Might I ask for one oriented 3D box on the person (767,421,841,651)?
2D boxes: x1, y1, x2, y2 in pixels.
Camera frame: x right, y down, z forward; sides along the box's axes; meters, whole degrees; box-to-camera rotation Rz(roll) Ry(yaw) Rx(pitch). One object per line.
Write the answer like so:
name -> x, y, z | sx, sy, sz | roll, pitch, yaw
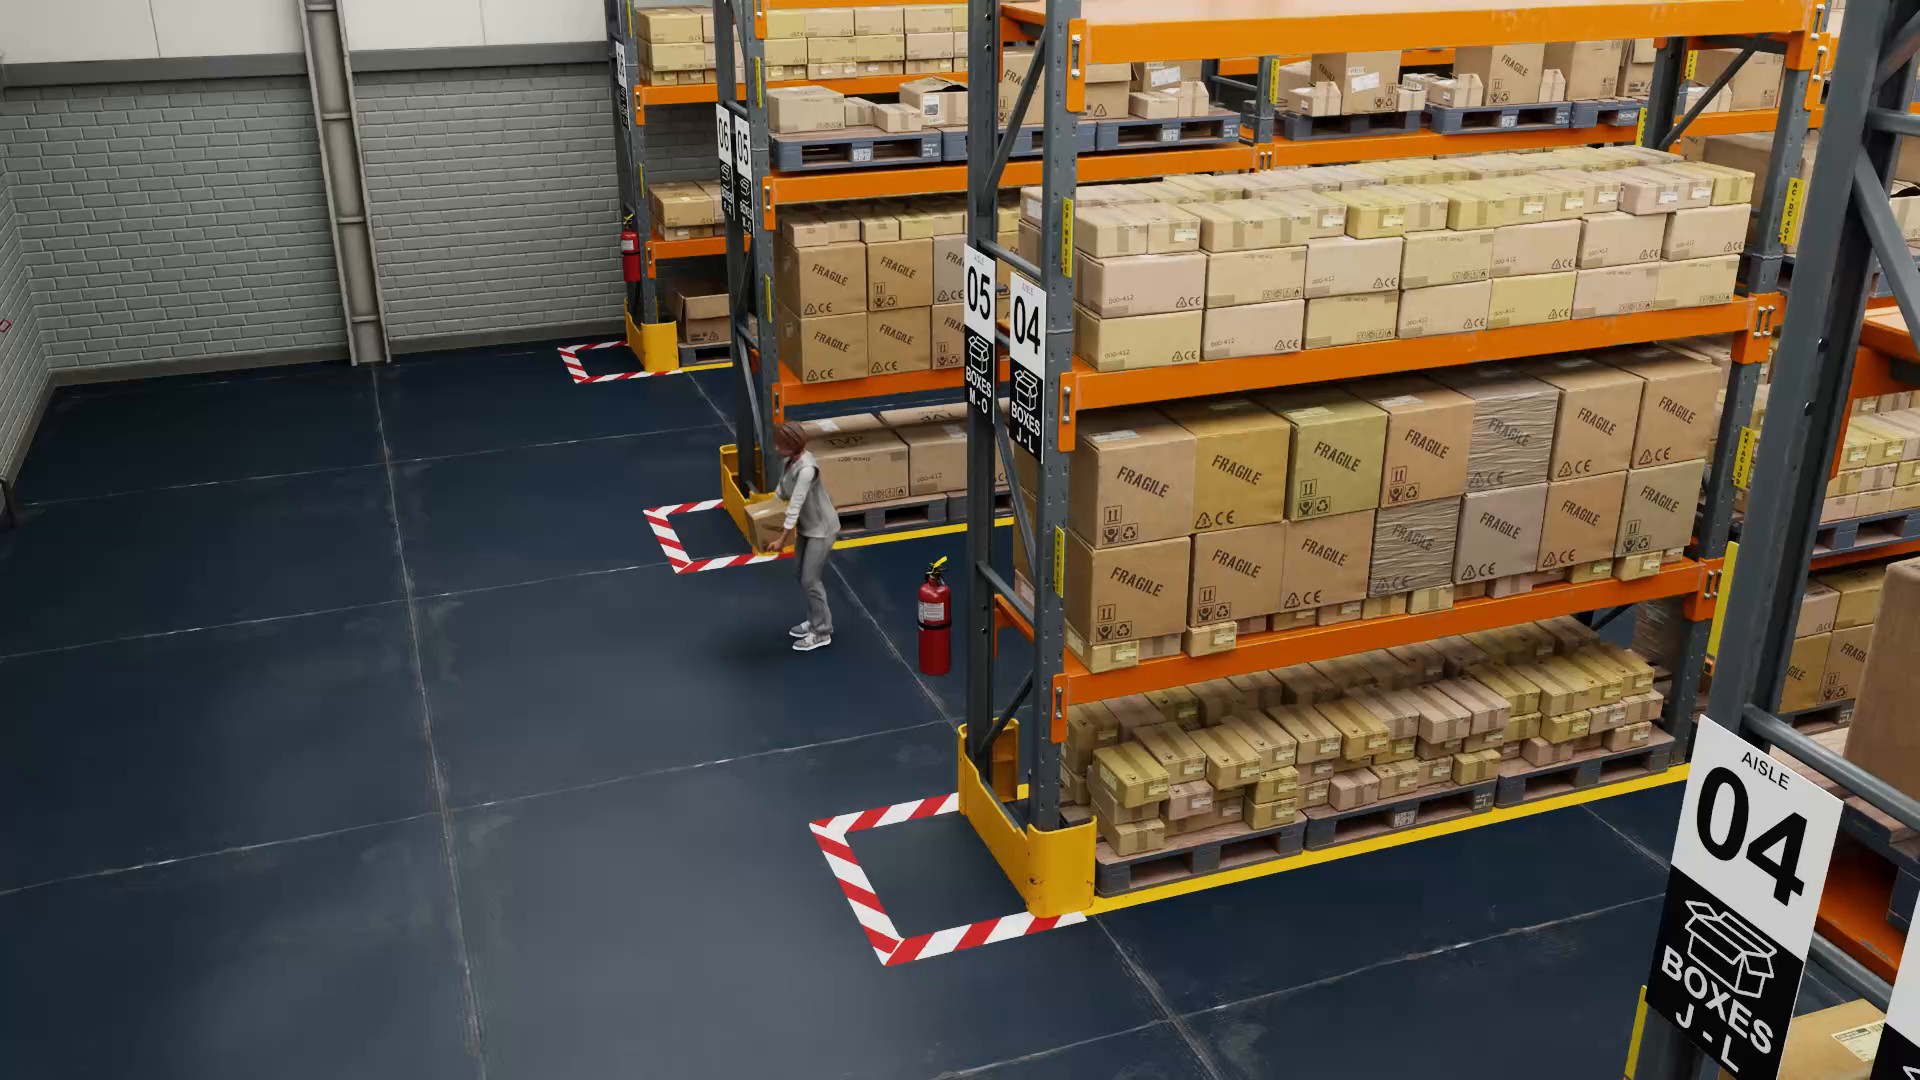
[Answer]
person -> -1.049, -0.035, 10.933 | 0.527, 1.576, 0.373 | -9, 24, -20
